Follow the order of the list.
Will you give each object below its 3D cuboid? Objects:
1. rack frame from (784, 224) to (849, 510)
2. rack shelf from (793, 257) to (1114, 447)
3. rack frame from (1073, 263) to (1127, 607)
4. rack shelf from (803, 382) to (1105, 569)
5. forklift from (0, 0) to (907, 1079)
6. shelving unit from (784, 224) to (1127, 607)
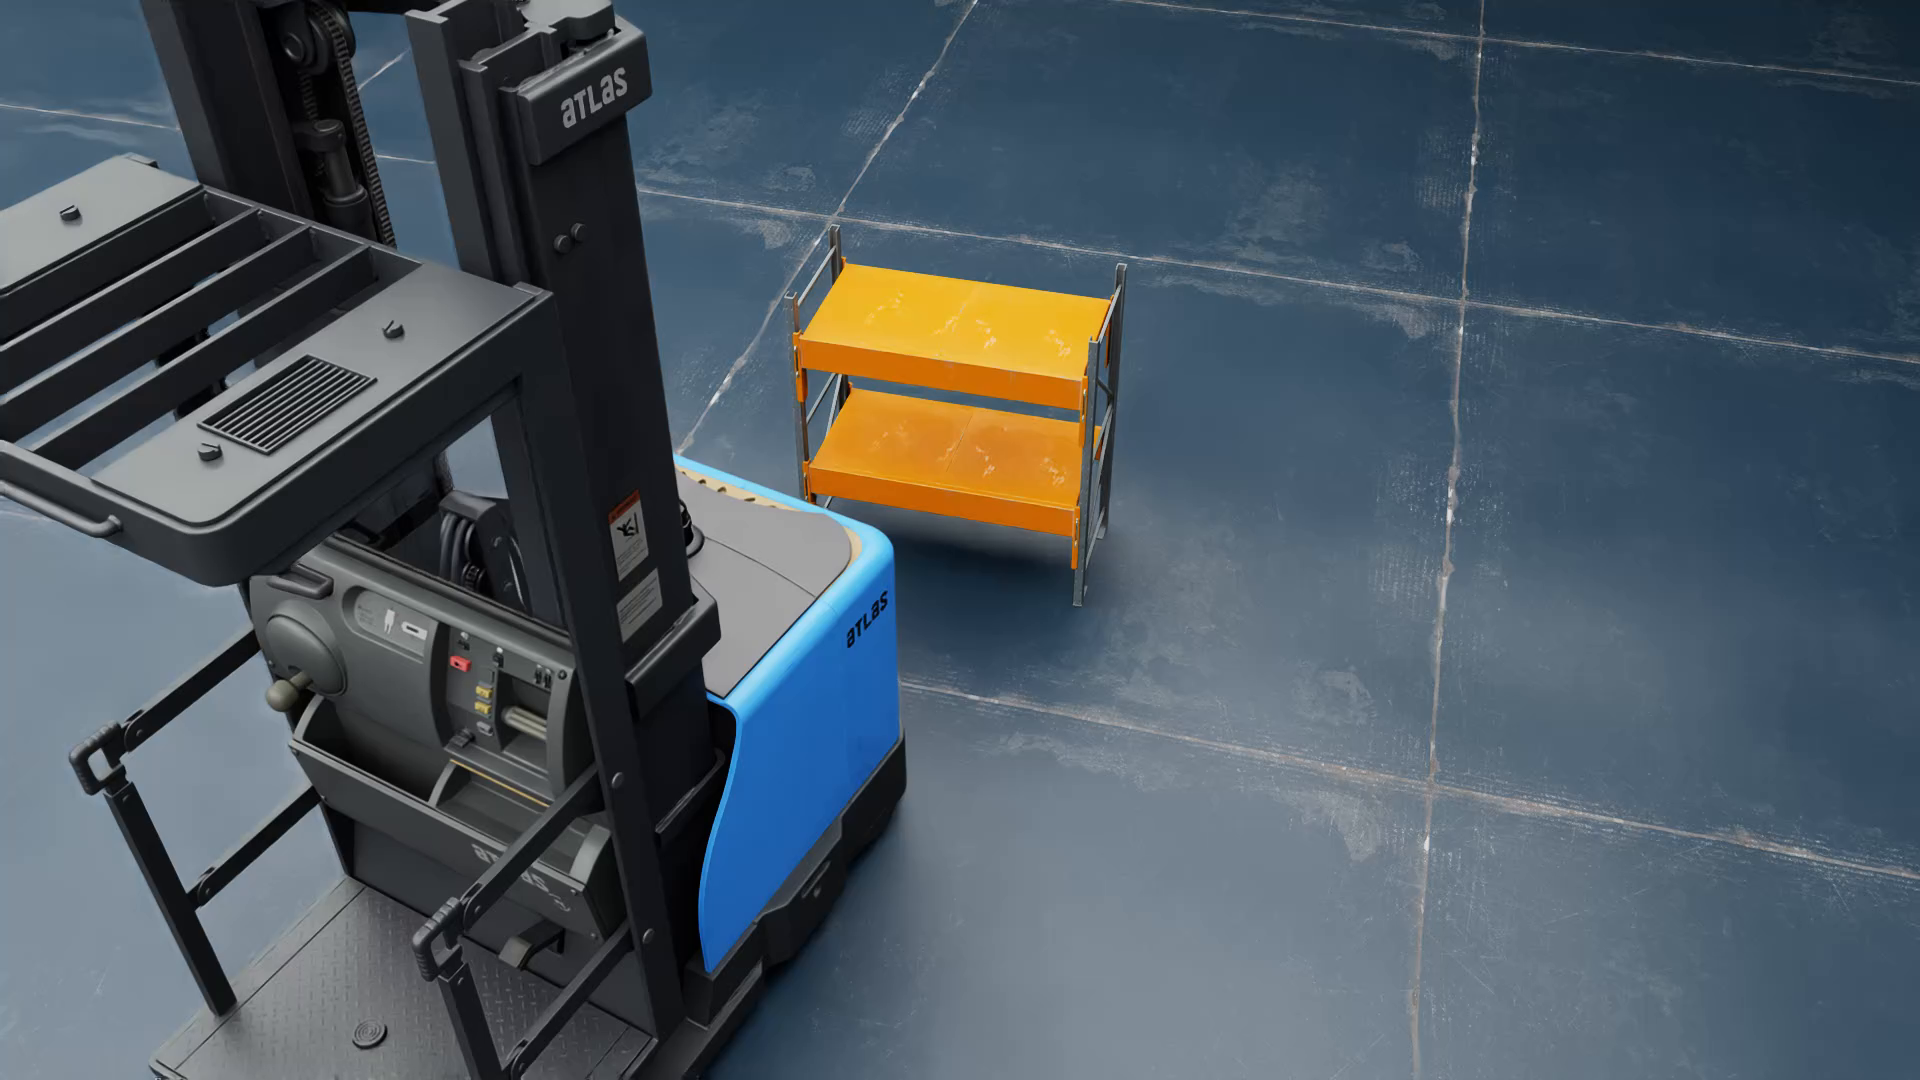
[{"bbox_3d":[-0.498,-0.516,5.990,0.032,1.125,0.500,10,41,11],"label":"rack frame"},{"bbox_3d":[-0.007,-0.656,5.701,1.000,0.278,0.538,10,41,11],"label":"rack shelf"},{"bbox_3d":[0.485,-0.347,5.789,0.032,1.125,0.500,10,41,11],"label":"rack frame"},{"bbox_3d":[-0.007,-0.245,6.047,1.000,0.278,0.538,10,41,11],"label":"rack shelf"},{"bbox_3d":[-1.328,0.356,3.547,1.130,2.935,3.031,20,44,22],"label":"forklift"},{"bbox_3d":[-0.007,-0.432,5.890,1.048,1.125,0.538,10,41,11],"label":"shelving unit"}]
